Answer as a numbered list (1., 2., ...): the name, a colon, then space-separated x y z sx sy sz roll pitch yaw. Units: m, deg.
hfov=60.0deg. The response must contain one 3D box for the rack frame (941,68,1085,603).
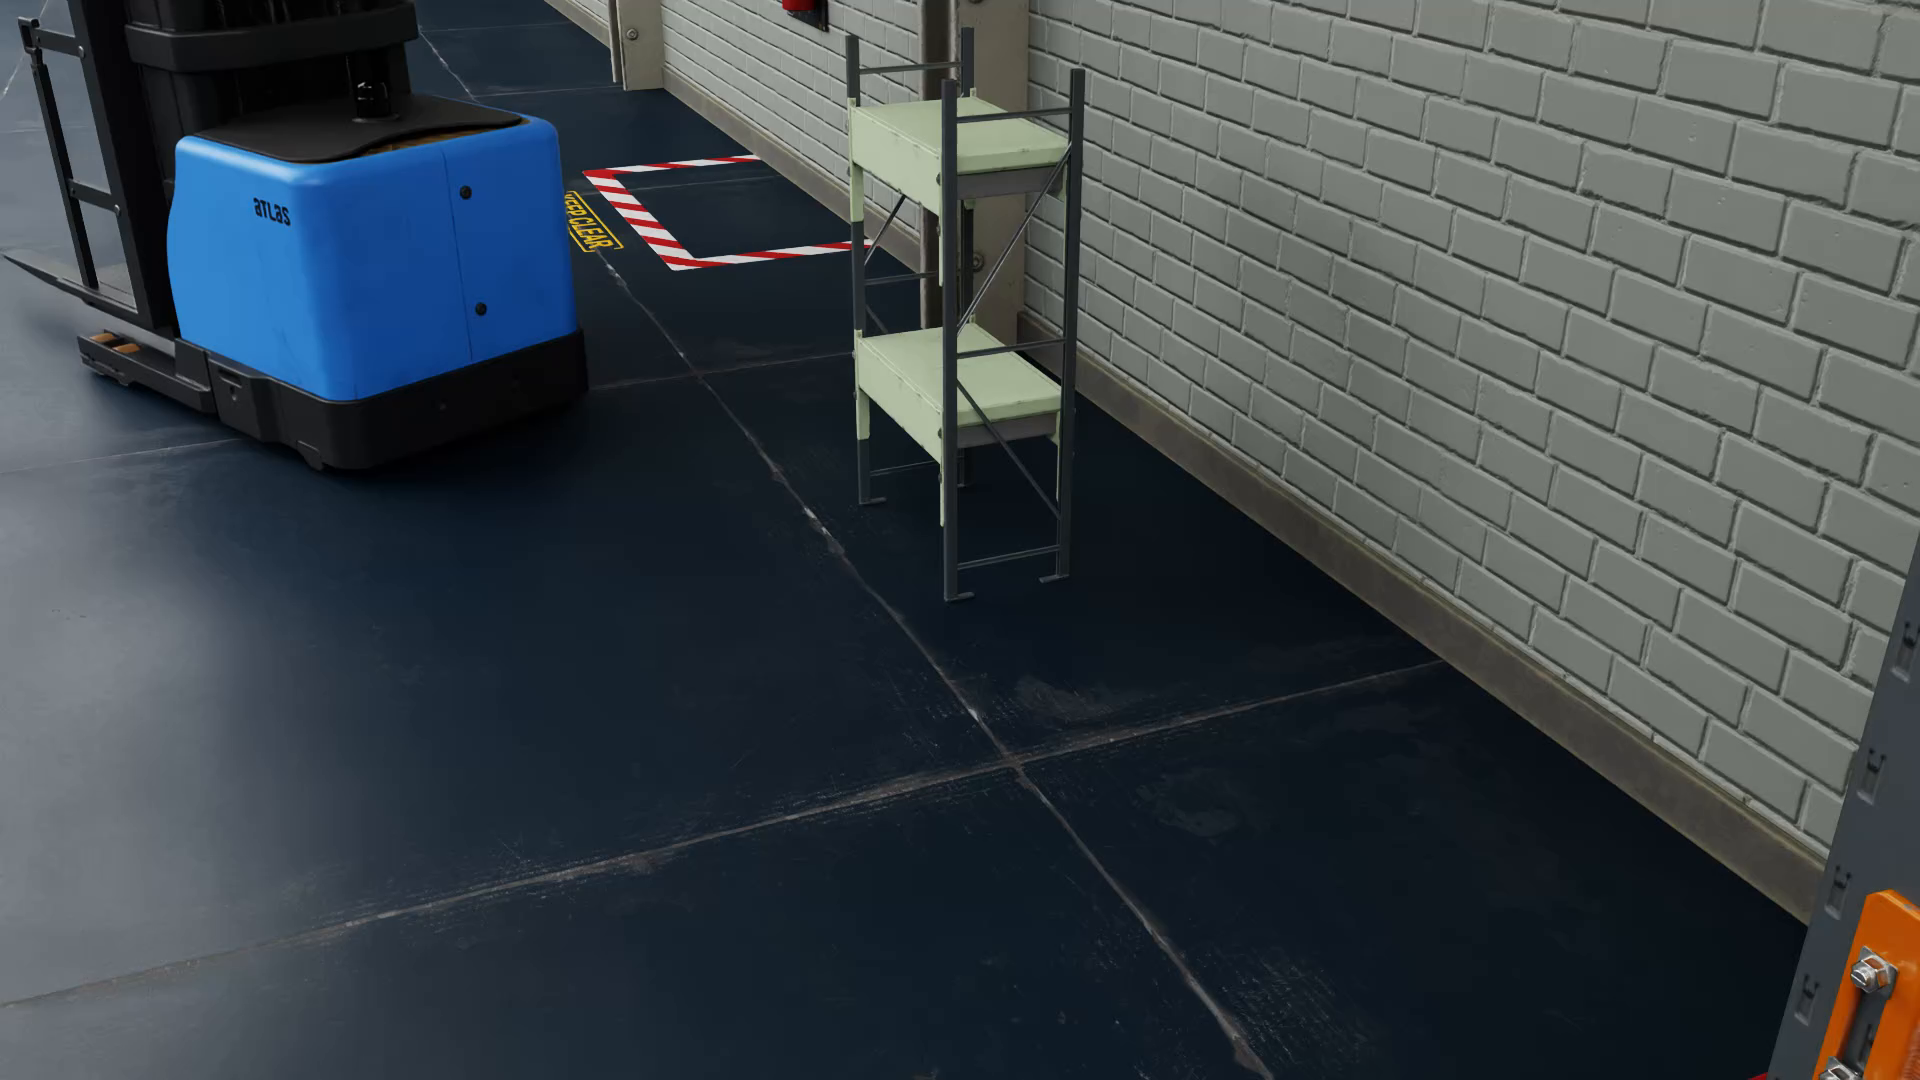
1. rack frame: 0.141 -0.529 4.624 0.400 1.500 0.023 -11 28 -21

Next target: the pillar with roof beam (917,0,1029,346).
1. pillar with roof beam: -3.912 -4.165 3.524 9.100 9.000 0.400 -11 28 -21

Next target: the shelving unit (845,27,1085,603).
1. shelving unit: -0.003 -0.677 4.926 0.431 1.500 0.755 -11 28 -21

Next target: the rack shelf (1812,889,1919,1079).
1. rack shelf: 2.112 1.210 0.173 1.077 0.370 4.000 -11 28 -21

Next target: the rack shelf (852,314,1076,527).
1. rack shelf: -0.003 -0.384 5.069 0.431 0.370 0.720 -11 28 -21

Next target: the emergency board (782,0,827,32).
1. emergency board: -0.884 -3.213 8.412 0.194 1.169 0.643 -11 28 -21

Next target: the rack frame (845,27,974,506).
1. rack frame: -0.146 -0.824 5.229 0.400 1.500 0.023 -11 28 -21

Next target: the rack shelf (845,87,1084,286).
1. rack shelf: -0.003 -1.027 4.755 0.431 0.370 0.720 -11 28 -21

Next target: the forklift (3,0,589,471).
1. forklift: -2.848 -2.070 6.150 3.031 2.935 1.130 20 32 35

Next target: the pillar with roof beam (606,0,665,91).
1. pillar with roof beam: -6.262 -6.587 8.485 9.100 9.000 0.400 -11 28 -21
